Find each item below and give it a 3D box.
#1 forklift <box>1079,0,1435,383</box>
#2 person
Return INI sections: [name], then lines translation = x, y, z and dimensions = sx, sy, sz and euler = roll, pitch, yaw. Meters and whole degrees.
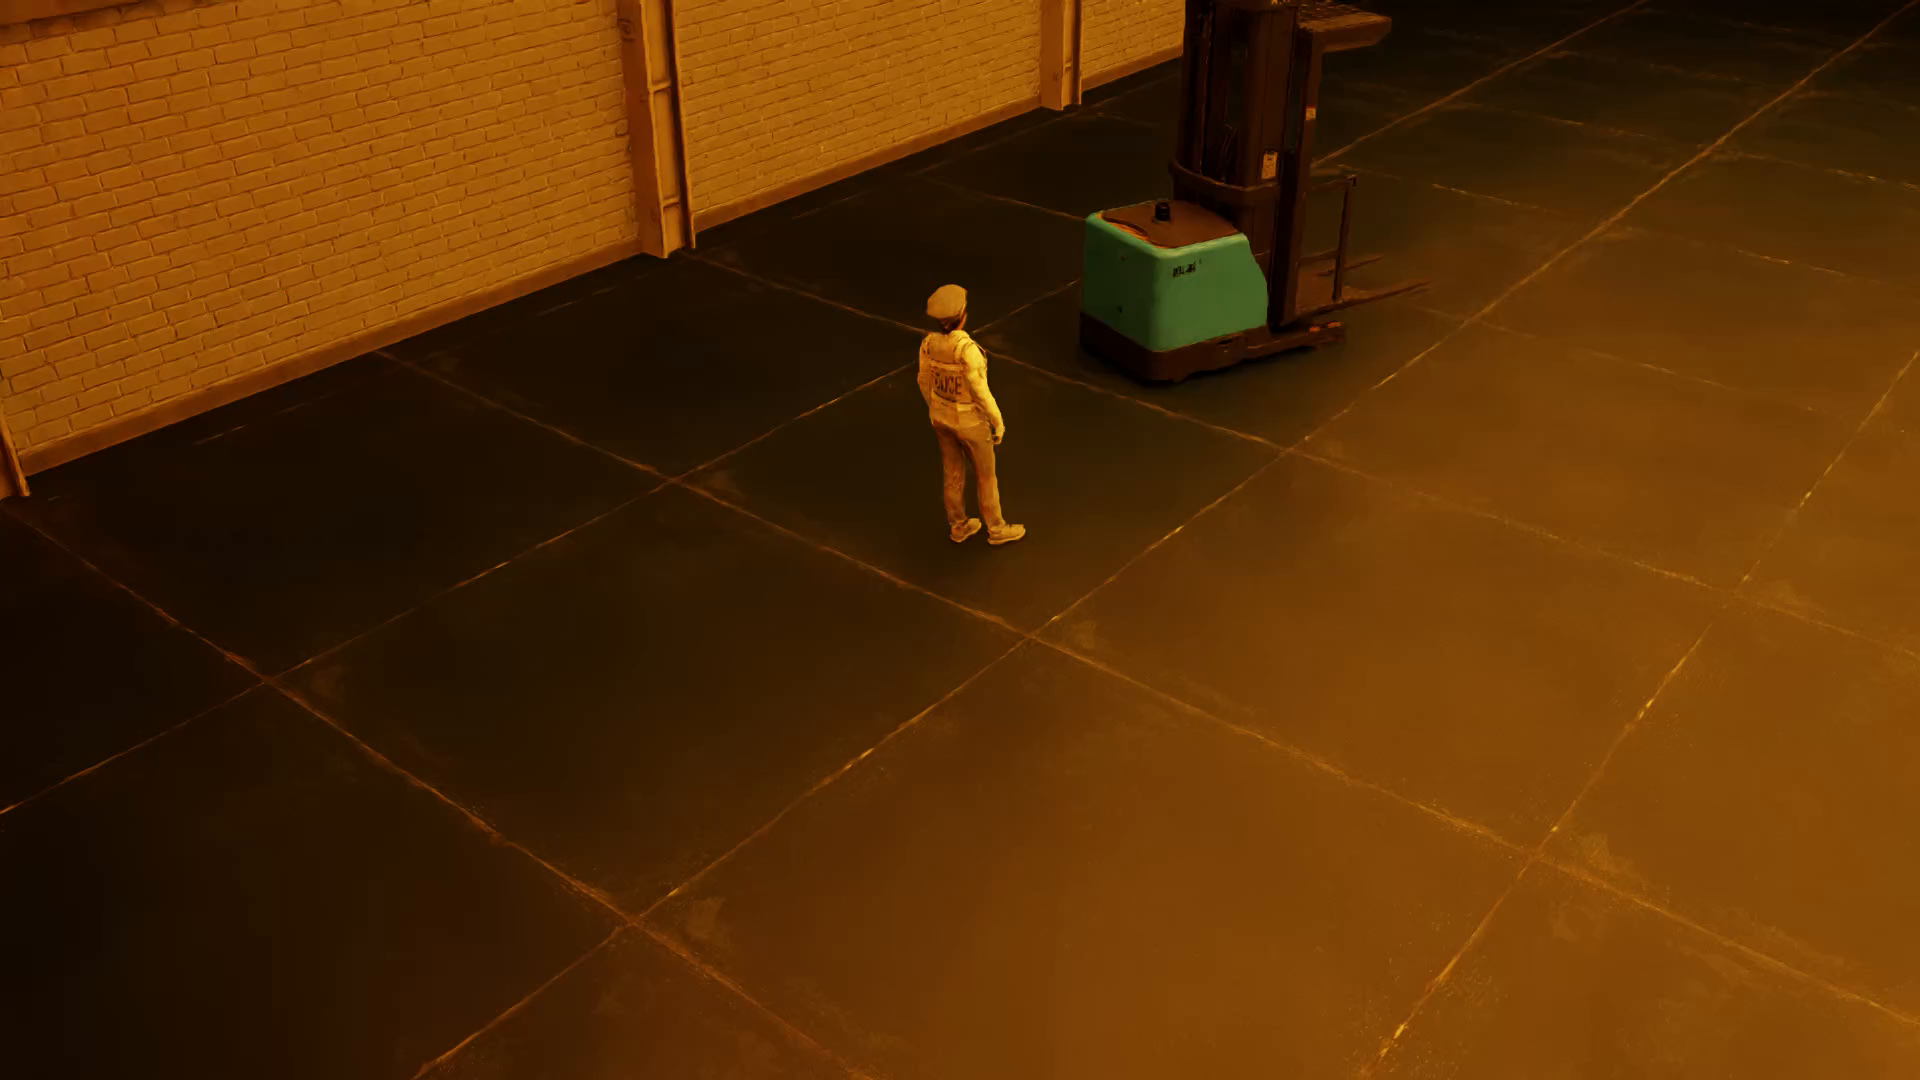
[forklift]
translation = 2.463, -2.986, 12.705
dimensions = 3.031, 2.935, 1.130
euler = -17, 34, -26
[person]
translation = 0.048, -0.757, 10.113
dimensions = 0.586, 1.683, 0.533
euler = 22, 37, 33
